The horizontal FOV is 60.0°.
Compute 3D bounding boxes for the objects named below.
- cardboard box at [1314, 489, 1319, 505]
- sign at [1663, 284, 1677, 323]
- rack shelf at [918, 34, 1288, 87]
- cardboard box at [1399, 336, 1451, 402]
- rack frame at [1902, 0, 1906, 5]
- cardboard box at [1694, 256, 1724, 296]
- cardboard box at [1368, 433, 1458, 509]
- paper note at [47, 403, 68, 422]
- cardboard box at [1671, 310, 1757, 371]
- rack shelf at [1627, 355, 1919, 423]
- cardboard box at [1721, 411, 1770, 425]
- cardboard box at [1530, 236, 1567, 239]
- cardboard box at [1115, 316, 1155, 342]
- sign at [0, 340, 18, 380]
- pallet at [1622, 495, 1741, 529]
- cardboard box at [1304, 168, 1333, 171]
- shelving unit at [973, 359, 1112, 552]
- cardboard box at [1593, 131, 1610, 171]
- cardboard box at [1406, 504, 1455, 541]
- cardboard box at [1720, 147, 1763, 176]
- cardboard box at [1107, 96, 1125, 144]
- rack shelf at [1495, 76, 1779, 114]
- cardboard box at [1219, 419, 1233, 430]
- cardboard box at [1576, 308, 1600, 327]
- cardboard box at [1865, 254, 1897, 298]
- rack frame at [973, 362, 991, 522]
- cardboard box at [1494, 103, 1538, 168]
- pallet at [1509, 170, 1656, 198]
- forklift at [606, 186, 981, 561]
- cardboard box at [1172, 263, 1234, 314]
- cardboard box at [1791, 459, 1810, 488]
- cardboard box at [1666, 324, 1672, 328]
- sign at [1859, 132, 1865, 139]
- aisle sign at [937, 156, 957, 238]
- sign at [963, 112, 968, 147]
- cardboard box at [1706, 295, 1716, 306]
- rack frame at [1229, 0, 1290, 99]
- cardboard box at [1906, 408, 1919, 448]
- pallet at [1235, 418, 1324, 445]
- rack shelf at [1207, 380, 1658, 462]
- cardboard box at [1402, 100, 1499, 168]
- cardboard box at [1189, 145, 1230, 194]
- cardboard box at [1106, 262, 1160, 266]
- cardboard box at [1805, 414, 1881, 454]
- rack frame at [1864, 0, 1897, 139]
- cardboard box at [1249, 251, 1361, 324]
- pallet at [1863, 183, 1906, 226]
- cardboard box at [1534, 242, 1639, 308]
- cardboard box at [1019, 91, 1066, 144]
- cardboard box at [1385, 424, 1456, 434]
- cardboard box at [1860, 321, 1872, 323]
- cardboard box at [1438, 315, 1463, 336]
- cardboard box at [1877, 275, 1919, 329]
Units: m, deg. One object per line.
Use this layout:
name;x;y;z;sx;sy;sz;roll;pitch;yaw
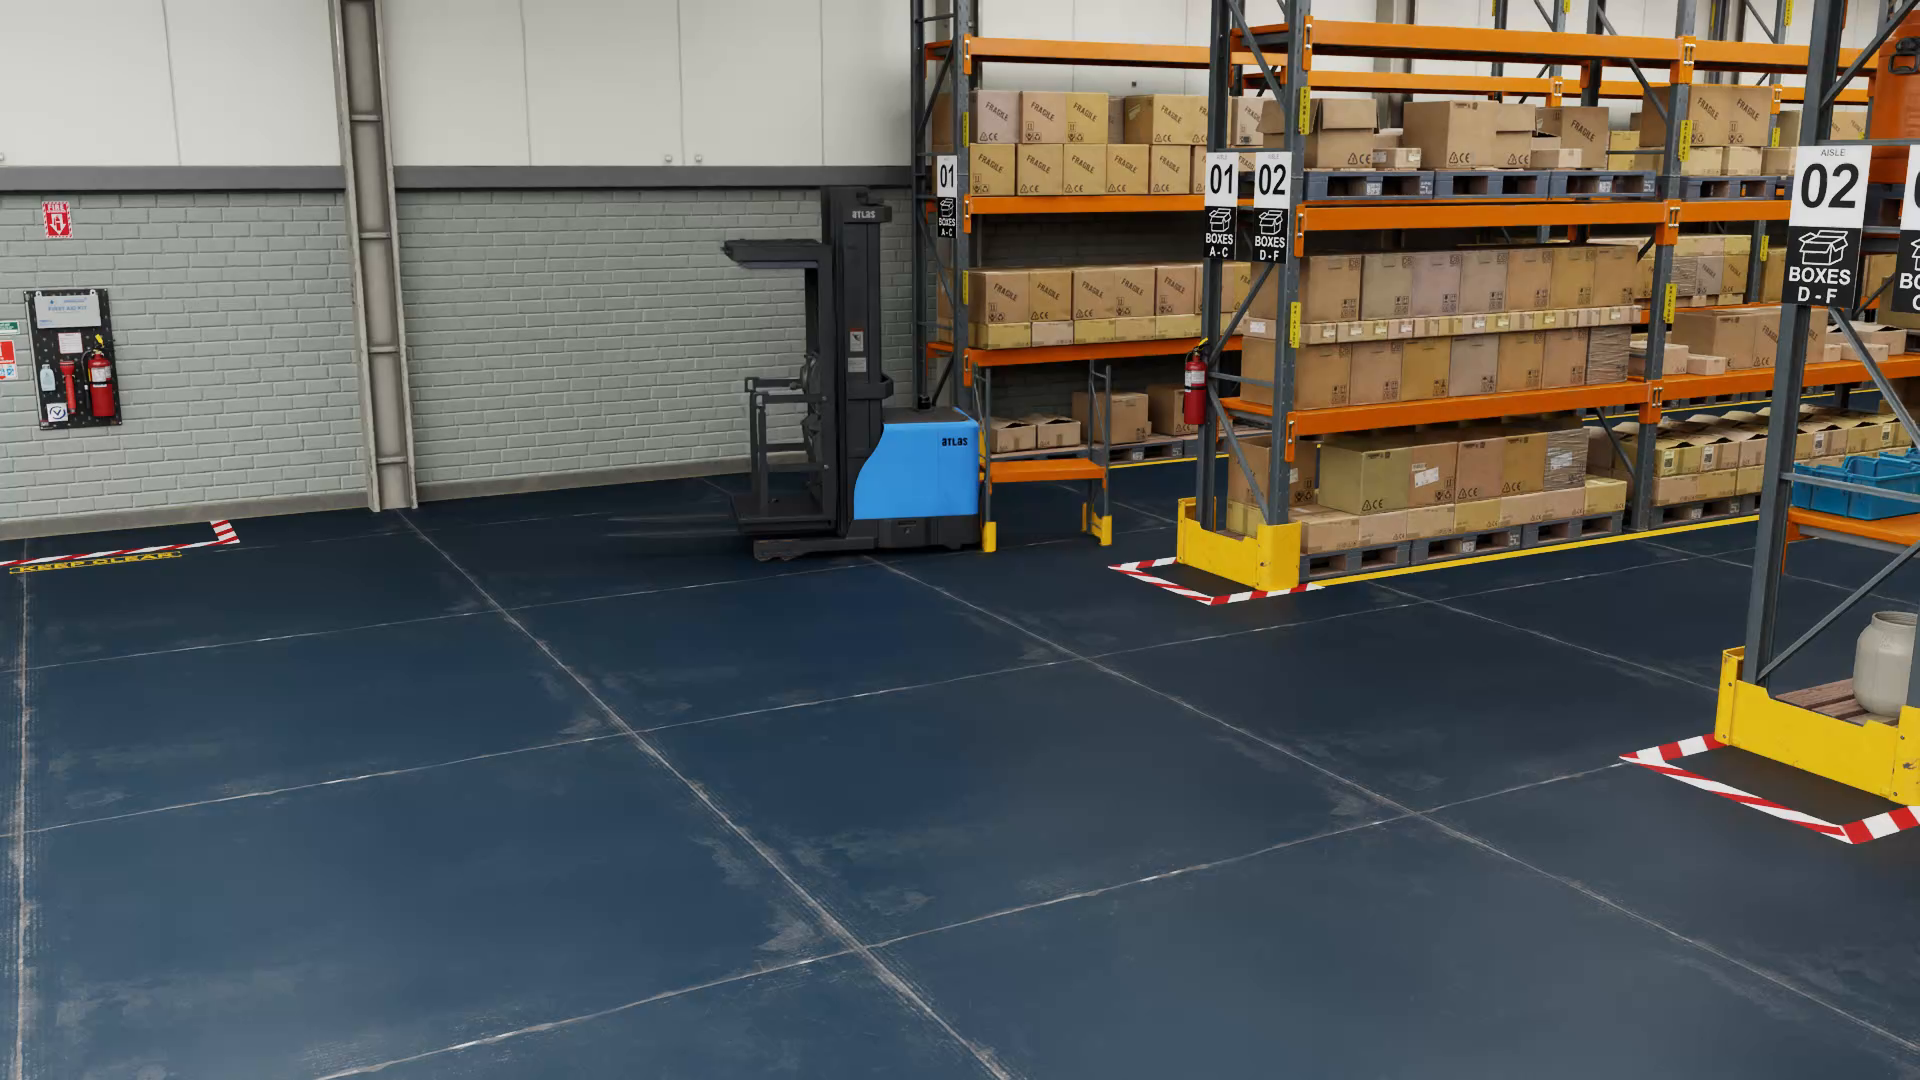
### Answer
cardboard box;2.931;-0.238;13.642;0.500;0.250;0.500;-7;14;-28
sign;5.947;-1.982;13.931;0.005;0.325;0.100;-7;14;-28
rack shelf;1.548;-4.946;17.235;4.000;0.370;1.077;-7;14;-28
cardboard box;3.482;-1.409;13.312;0.500;0.500;0.700;-7;14;-27
rack frame;13.836;-6.771;23.700;0.127;3.000;1.000;-7;14;-28
cardboard box;9.597;-3.474;21.764;0.500;0.500;0.500;-7;14;-27
cardboard box;3.617;-0.558;13.353;0.500;0.500;0.500;-7;14;-28
paper note;-7.650;-1.082;14.093;0.142;0.148;0.016;-7;14;-28
cardboard box;6.824;-1.809;15.089;0.500;0.500;0.500;-6;14;-24
rack shelf;7.435;-1.487;15.523;4.000;0.370;1.077;-7;14;-28
cardboard box;7.685;-1.077;16.090;0.500;0.311;0.500;-7;15;-29
cardboard box;7.544;-3.724;21.164;0.500;0.250;0.500;-7;15;-30
cardboard box;1.716;-2.250;17.572;0.500;0.250;0.500;-7;14;-27
sign;-7.996;-1.497;13.846;0.234;0.329;0.001;-7;14;-28
pallet;6.308;-0.352;15.193;1.213;0.211;1.003;-7;14;-28
cardboard box;3.821;-4.341;18.550;0.500;0.500;0.500;-5;13;-20
shelving unit;0.680;-0.721;13.898;1.083;1.500;0.587;-3;13;-13
cardboard box;7.652;-4.857;20.799;0.500;0.500;0.700;-8;15;-31
cardboard box;3.622;-0.189;13.425;0.500;0.250;0.500;-7;14;-28
cardboard box;6.706;-3.344;14.689;0.500;0.250;0.500;-8;15;-33
cardboard box;1.407;-4.425;17.557;0.500;0.500;0.500;-7;14;-28
rack shelf;8.569;-5.594;21.018;4.000;0.370;1.077;-7;14;-28
cardboard box;2.848;-1.352;18.736;0.250;0.166;0.380;-9;16;-35
cardboard box;5.097;-1.869;13.878;0.250;0.149;0.380;-7;15;-30
cardboard box;12.760;-3.856;23.729;0.700;0.700;0.980;-7;14;-28
rack frame;0.175;-0.696;13.784;0.032;1.500;0.500;-3;13;-13
cardboard box;4.174;-3.265;13.445;0.637;0.503;0.797;-5;14;-22
pallet;4.944;-2.953;13.768;1.213;0.211;1.003;-7;14;-28
forklift;-1.399;-1.384;13.581;3.031;2.935;1.130;-2;13;-11
cardboard box;2.601;-2.721;17.957;0.500;0.500;0.500;-7;14;-28
cardboard box;7.502;-0.647;15.460;0.500;0.250;0.500;-7;14;-27
cardboard box;9.817;-2.486;22.263;0.750;0.750;0.750;-7;14;-27
sign;8.933;-3.869;16.458;0.005;0.325;0.100;-7;14;-28
aisle sign;-0.127;-3.364;16.303;0.004;0.787;0.394;-7;14;-28
sign;0.052;-3.946;15.989;0.005;0.325;0.100;-7;14;-28
cardboard box;9.705;-3.171;21.893;0.250;0.149;0.380;-6;14;-26
rack frame;3.303;-5.509;18.090;0.127;3.000;1.000;-7;14;-28
cardboard box;9.727;-1.036;16.573;0.500;0.500;0.500;-6;14;-25
pallet;3.986;-1.303;19.420;1.213;0.211;1.003;-7;14;-28
rack shelf;3.924;-1.066;13.653;4.000;0.370;1.077;-7;14;-28
cardboard box;3.758;-3.114;12.779;0.500;0.500;0.500;-7;14;-28
cardboard box;2.528;-3.952;17.733;0.500;0.500;0.500;-8;15;-33
cardboard box;1.895;-2.770;18.173;0.500;0.500;0.500;-6;14;-26
cardboard box;8.396;-1.027;15.869;0.500;0.311;0.500;-7;14;-29
rack frame;9.191;-4.975;15.720;0.127;3.000;1.000;-7;14;-28
cardboard box;2.631;-1.941;12.718;0.500;0.500;0.700;-7;14;-28
pallet;5.312;-1.691;8.390;1.213;0.211;1.003;-7;14;-28
cardboard box;5.293;-2.261;14.143;0.500;0.500;0.700;-7;14;-28
cardboard box;0.711;-4.207;16.590;0.500;0.500;0.500;-7;14;-29
cardboard box;3.807;-0.710;14.031;0.500;0.500;0.500;-7;14;-28
cardboard box;13.283;-3.105;24.332;0.250;0.149;0.380;-7;14;-27
cardboard box;3.746;-1.708;13.160;0.250;0.149;0.380;-7;14;-29
cardboard box;9.690;-2.390;16.712;0.700;0.500;0.500;11;17;41
